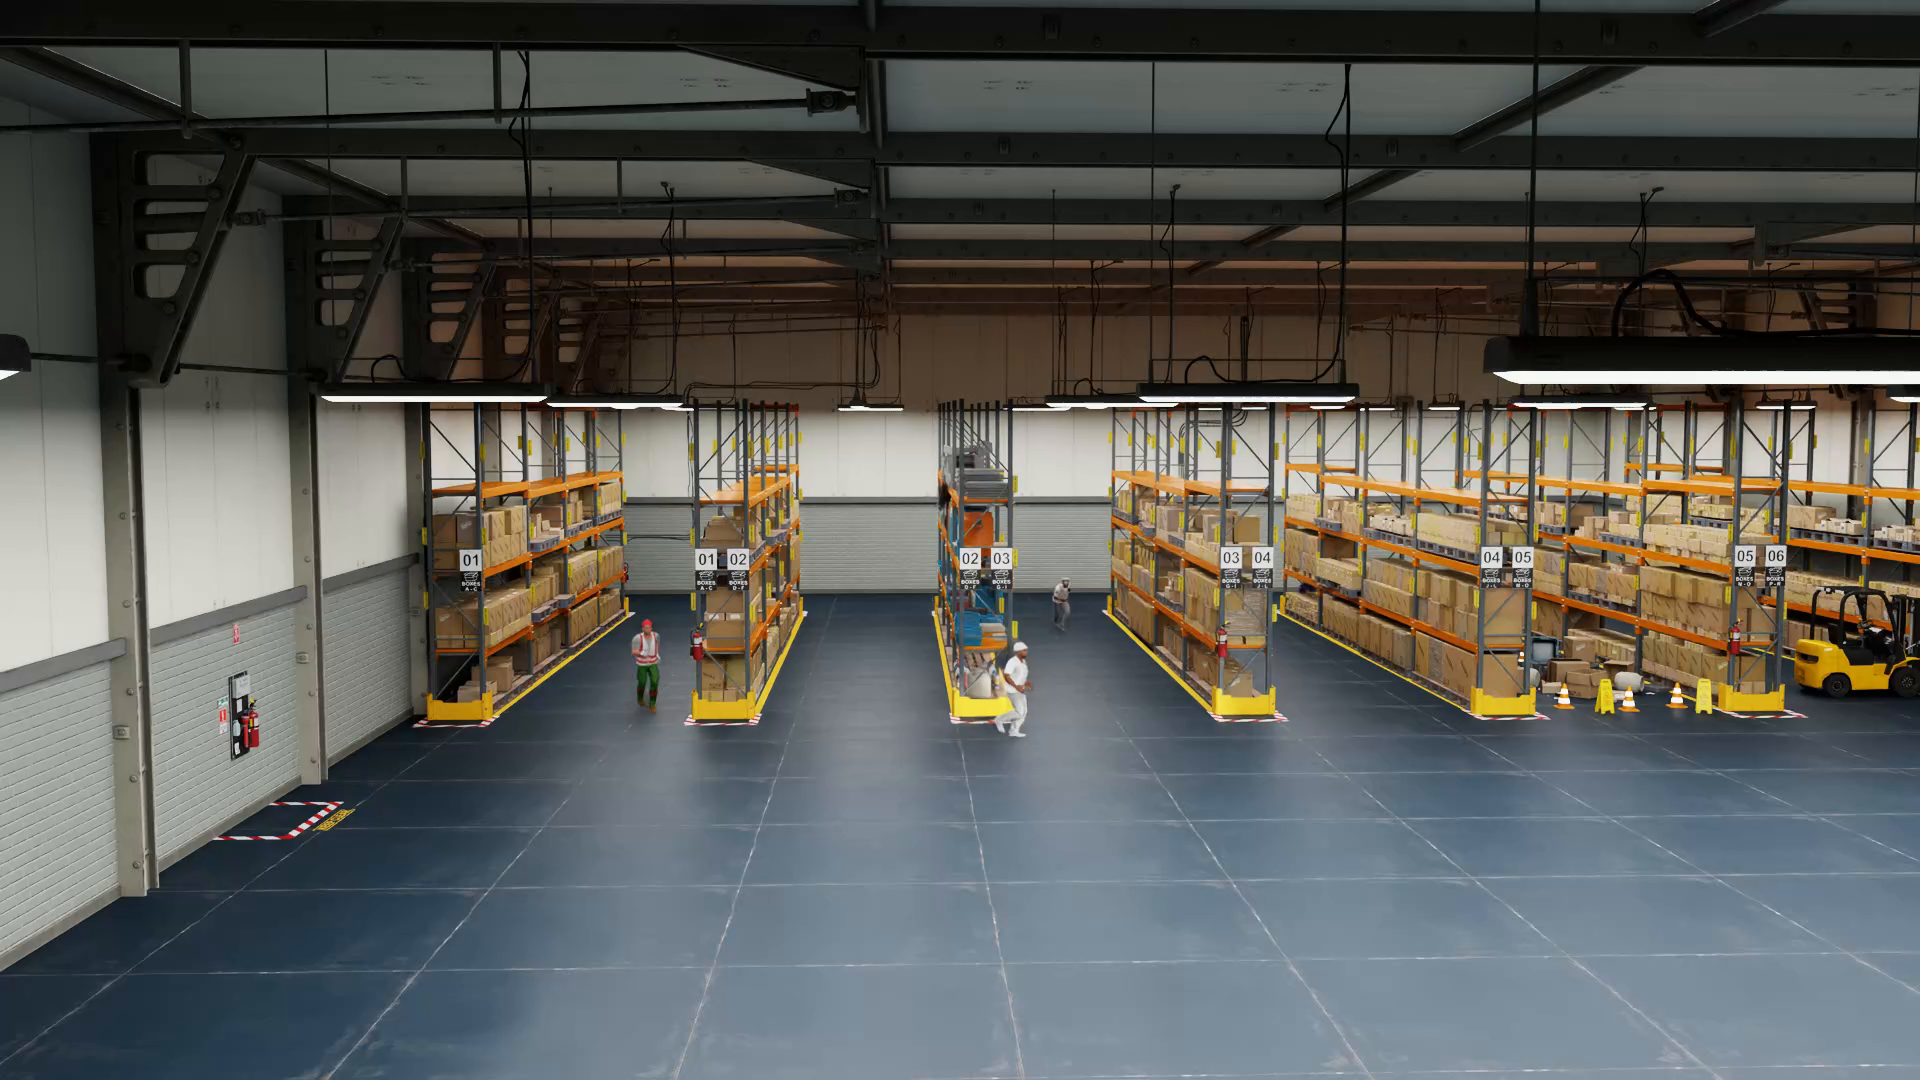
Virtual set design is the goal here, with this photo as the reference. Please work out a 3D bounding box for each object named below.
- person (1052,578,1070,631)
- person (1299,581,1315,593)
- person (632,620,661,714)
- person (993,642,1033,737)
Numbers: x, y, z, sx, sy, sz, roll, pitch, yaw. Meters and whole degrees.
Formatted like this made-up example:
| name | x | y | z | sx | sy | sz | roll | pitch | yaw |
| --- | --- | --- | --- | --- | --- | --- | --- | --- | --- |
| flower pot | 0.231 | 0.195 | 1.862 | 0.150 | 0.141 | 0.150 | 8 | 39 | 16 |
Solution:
| name | x | y | z | sx | sy | sz | roll | pitch | yaw |
| --- | --- | --- | --- | --- | --- | --- | --- | --- | --- |
| person | 2.636 | 1.684 | 44.080 | 0.567 | 1.455 | 1.123 | -2 | 5 | -22 |
| person | 10.256 | 1.221 | 48.741 | 0.716 | 1.676 | 0.592 | 0 | 4 | 2 |
| person | -6.026 | 2.405 | 31.957 | 0.585 | 1.794 | 0.946 | -2 | 5 | -19 |
| person | 0.919 | 2.647 | 29.434 | 0.639 | 1.698 | 0.703 | 2 | 5 | 22 |
